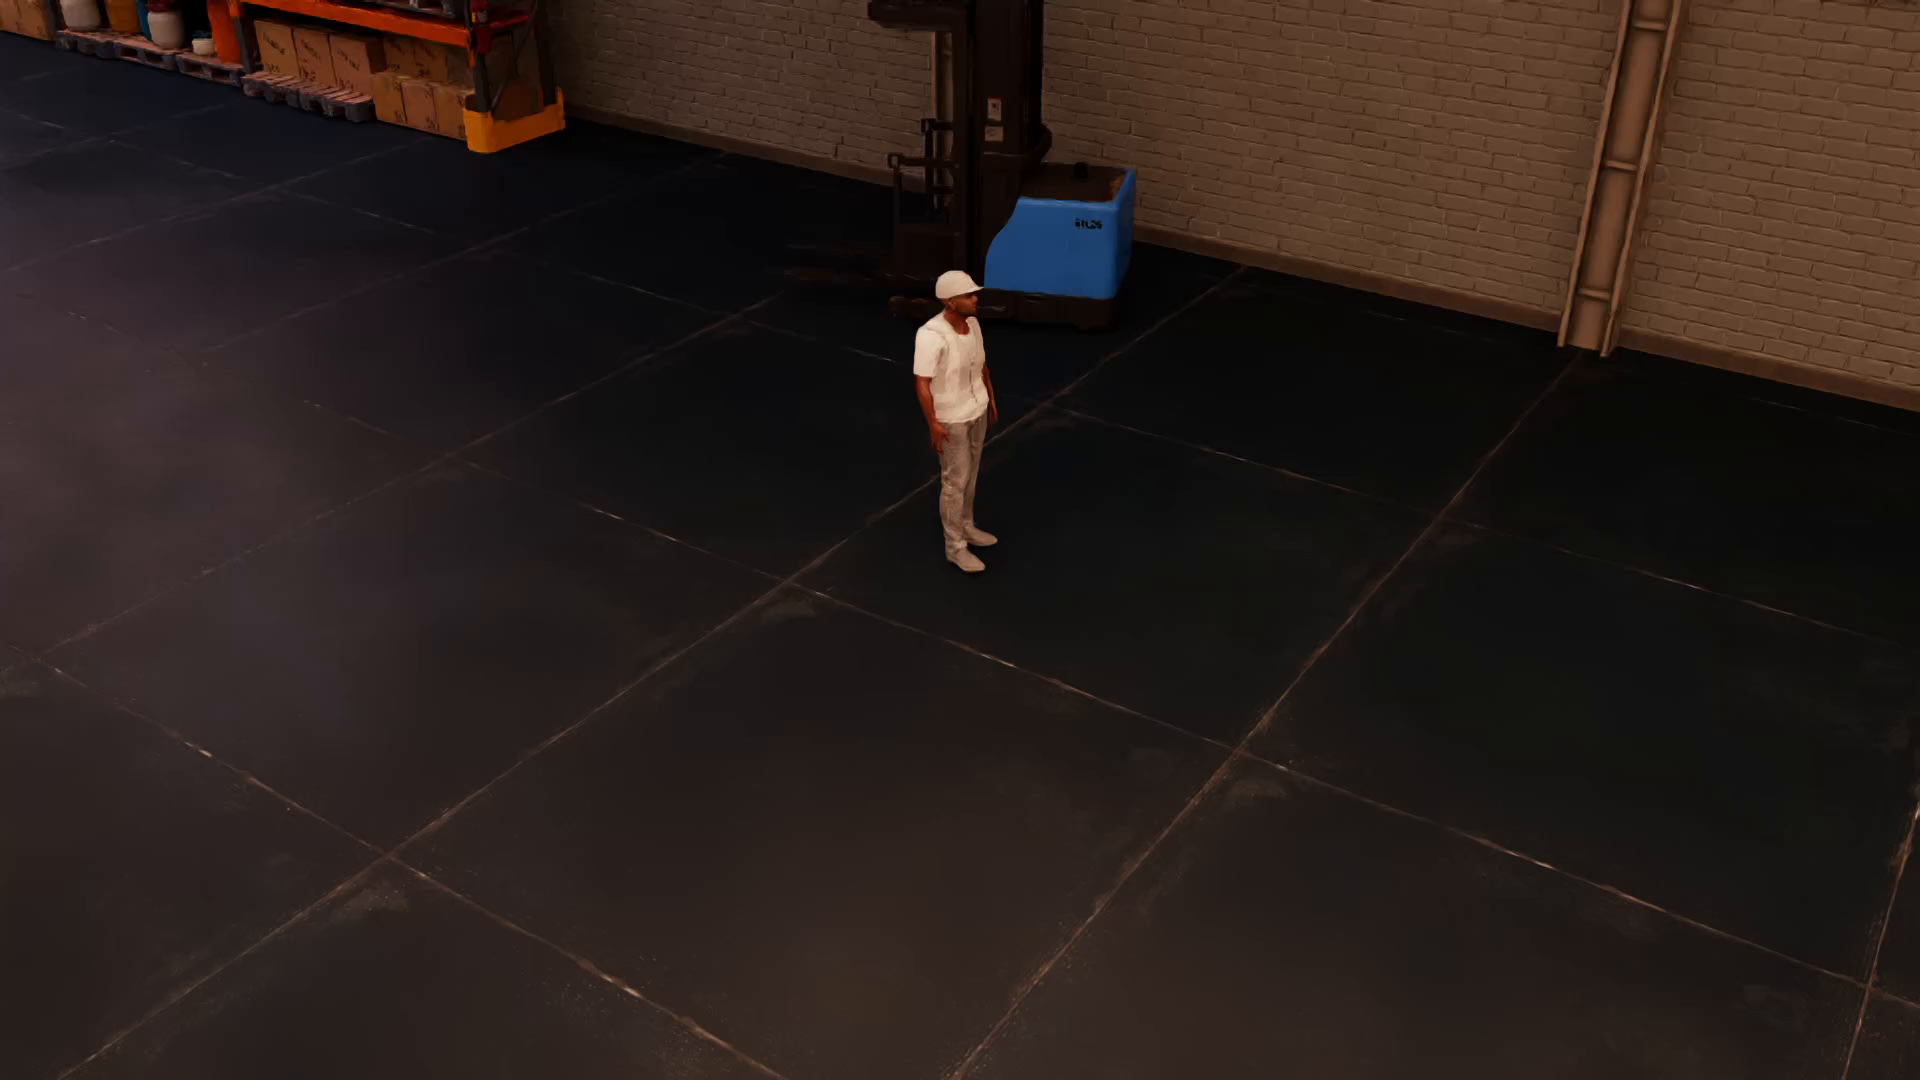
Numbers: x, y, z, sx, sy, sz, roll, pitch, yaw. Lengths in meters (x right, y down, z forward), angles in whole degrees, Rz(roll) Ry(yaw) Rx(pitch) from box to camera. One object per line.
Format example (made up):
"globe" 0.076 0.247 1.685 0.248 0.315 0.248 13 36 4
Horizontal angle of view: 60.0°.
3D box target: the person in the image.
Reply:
"person" 0.055 -0.748 10.015 0.576 1.766 0.665 19 35 29

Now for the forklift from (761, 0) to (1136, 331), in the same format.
"forklift" -0.122 -3.330 13.315 3.031 2.935 1.130 7 31 12
